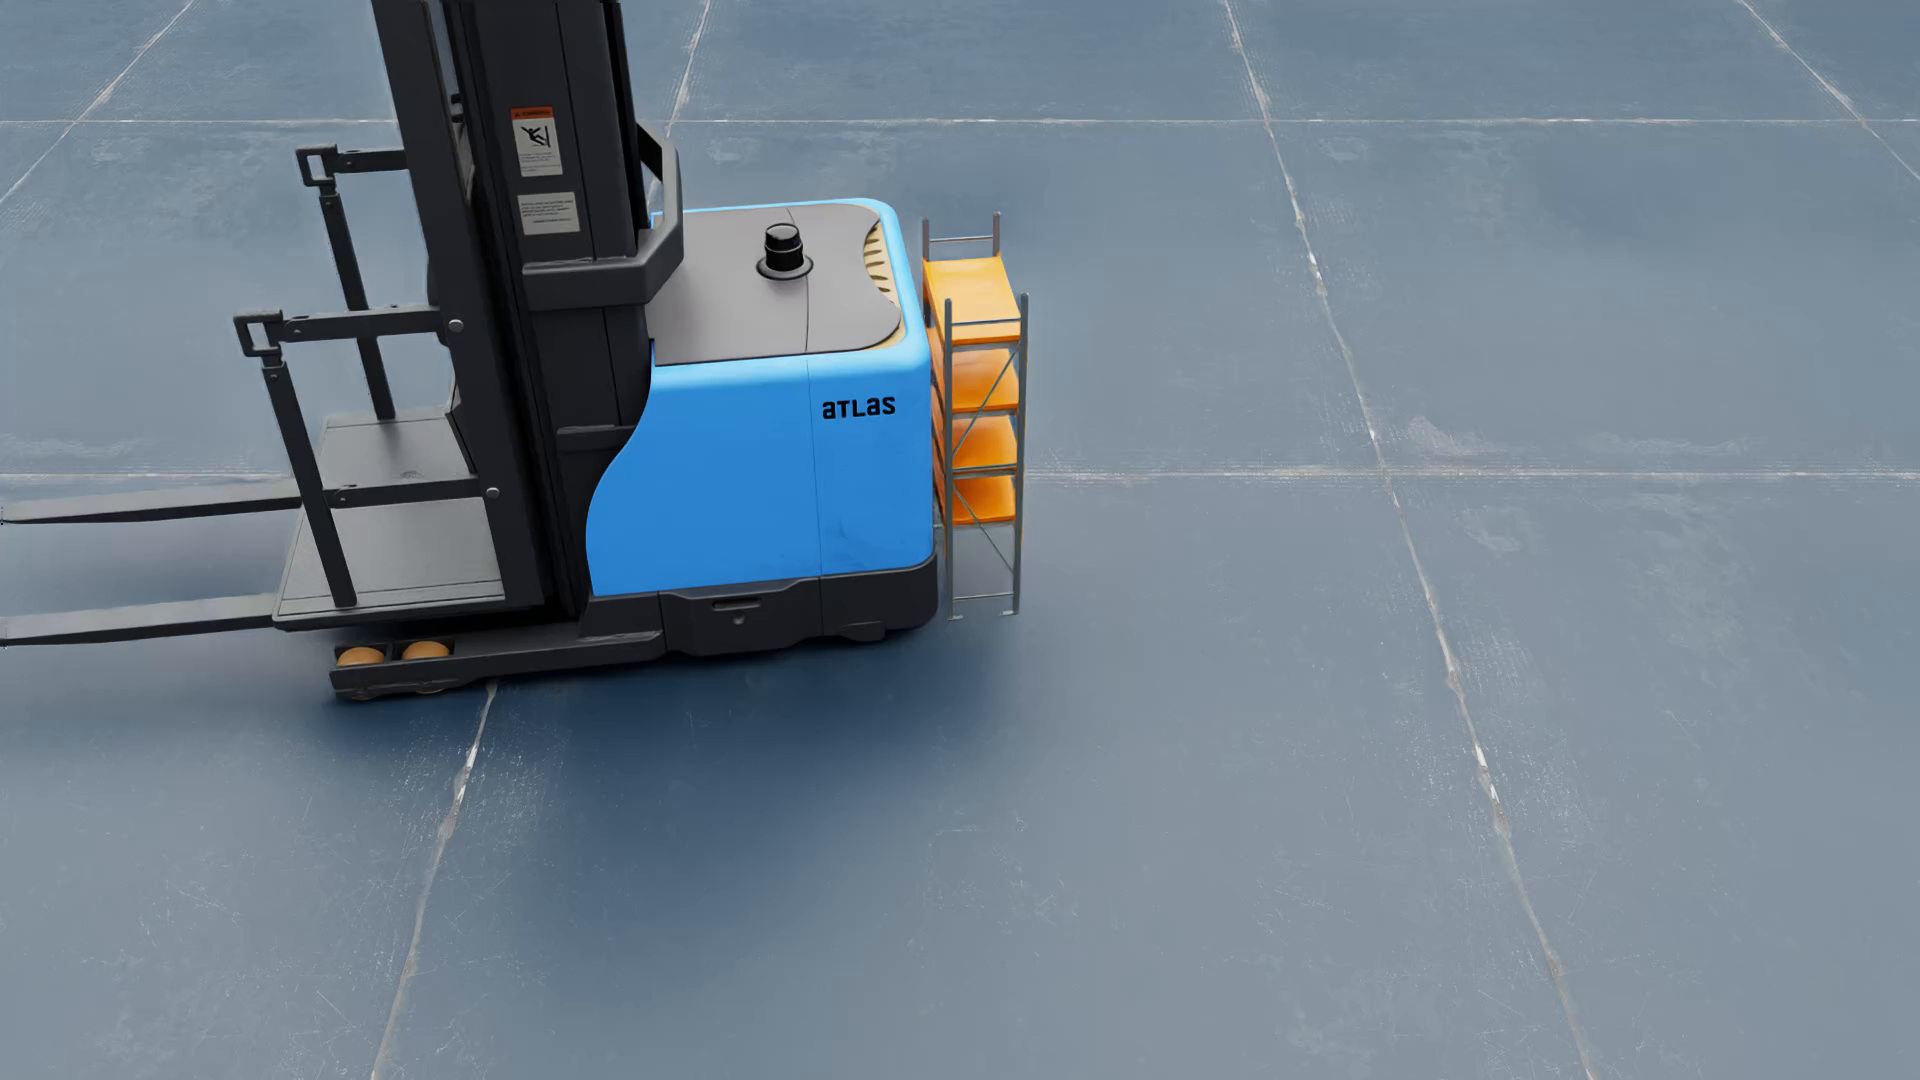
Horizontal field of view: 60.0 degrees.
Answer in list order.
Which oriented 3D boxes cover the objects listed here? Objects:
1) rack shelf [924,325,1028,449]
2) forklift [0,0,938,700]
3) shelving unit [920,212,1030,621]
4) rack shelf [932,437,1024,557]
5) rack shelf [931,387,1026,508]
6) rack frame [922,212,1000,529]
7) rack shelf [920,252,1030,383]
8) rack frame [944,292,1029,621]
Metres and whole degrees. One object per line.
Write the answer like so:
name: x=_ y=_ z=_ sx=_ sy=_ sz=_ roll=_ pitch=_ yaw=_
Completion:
rack shelf: x=0.039 y=-0.491 z=5.153 sx=0.258 sy=0.148 sz=0.480 roll=-5 pitch=39 yaw=-7
forklift: x=-1.632 y=-1.004 z=4.659 sx=3.031 sy=2.935 sz=1.130 roll=-5 pitch=39 yaw=-7
shelving unit: x=0.039 y=-0.369 z=5.251 sx=0.258 sy=1.200 sz=0.503 roll=-5 pitch=39 yaw=-7
rack shelf: x=0.039 y=-0.162 z=5.418 sx=0.258 sy=0.148 sz=0.480 roll=-5 pitch=39 yaw=-7
rack shelf: x=0.039 y=-0.317 z=5.293 sx=0.258 sy=0.148 sz=0.480 roll=-5 pitch=39 yaw=-7
rack frame: x=0.004 y=-0.520 z=5.440 sx=0.240 sy=1.200 sz=0.015 roll=-5 pitch=39 yaw=-7
rack shelf: x=0.039 y=-0.676 z=5.005 sx=0.258 sy=0.148 sz=0.480 roll=-5 pitch=39 yaw=-7
rack frame: x=0.075 y=-0.218 z=5.063 sx=0.240 sy=1.200 sz=0.015 roll=-5 pitch=39 yaw=-7
